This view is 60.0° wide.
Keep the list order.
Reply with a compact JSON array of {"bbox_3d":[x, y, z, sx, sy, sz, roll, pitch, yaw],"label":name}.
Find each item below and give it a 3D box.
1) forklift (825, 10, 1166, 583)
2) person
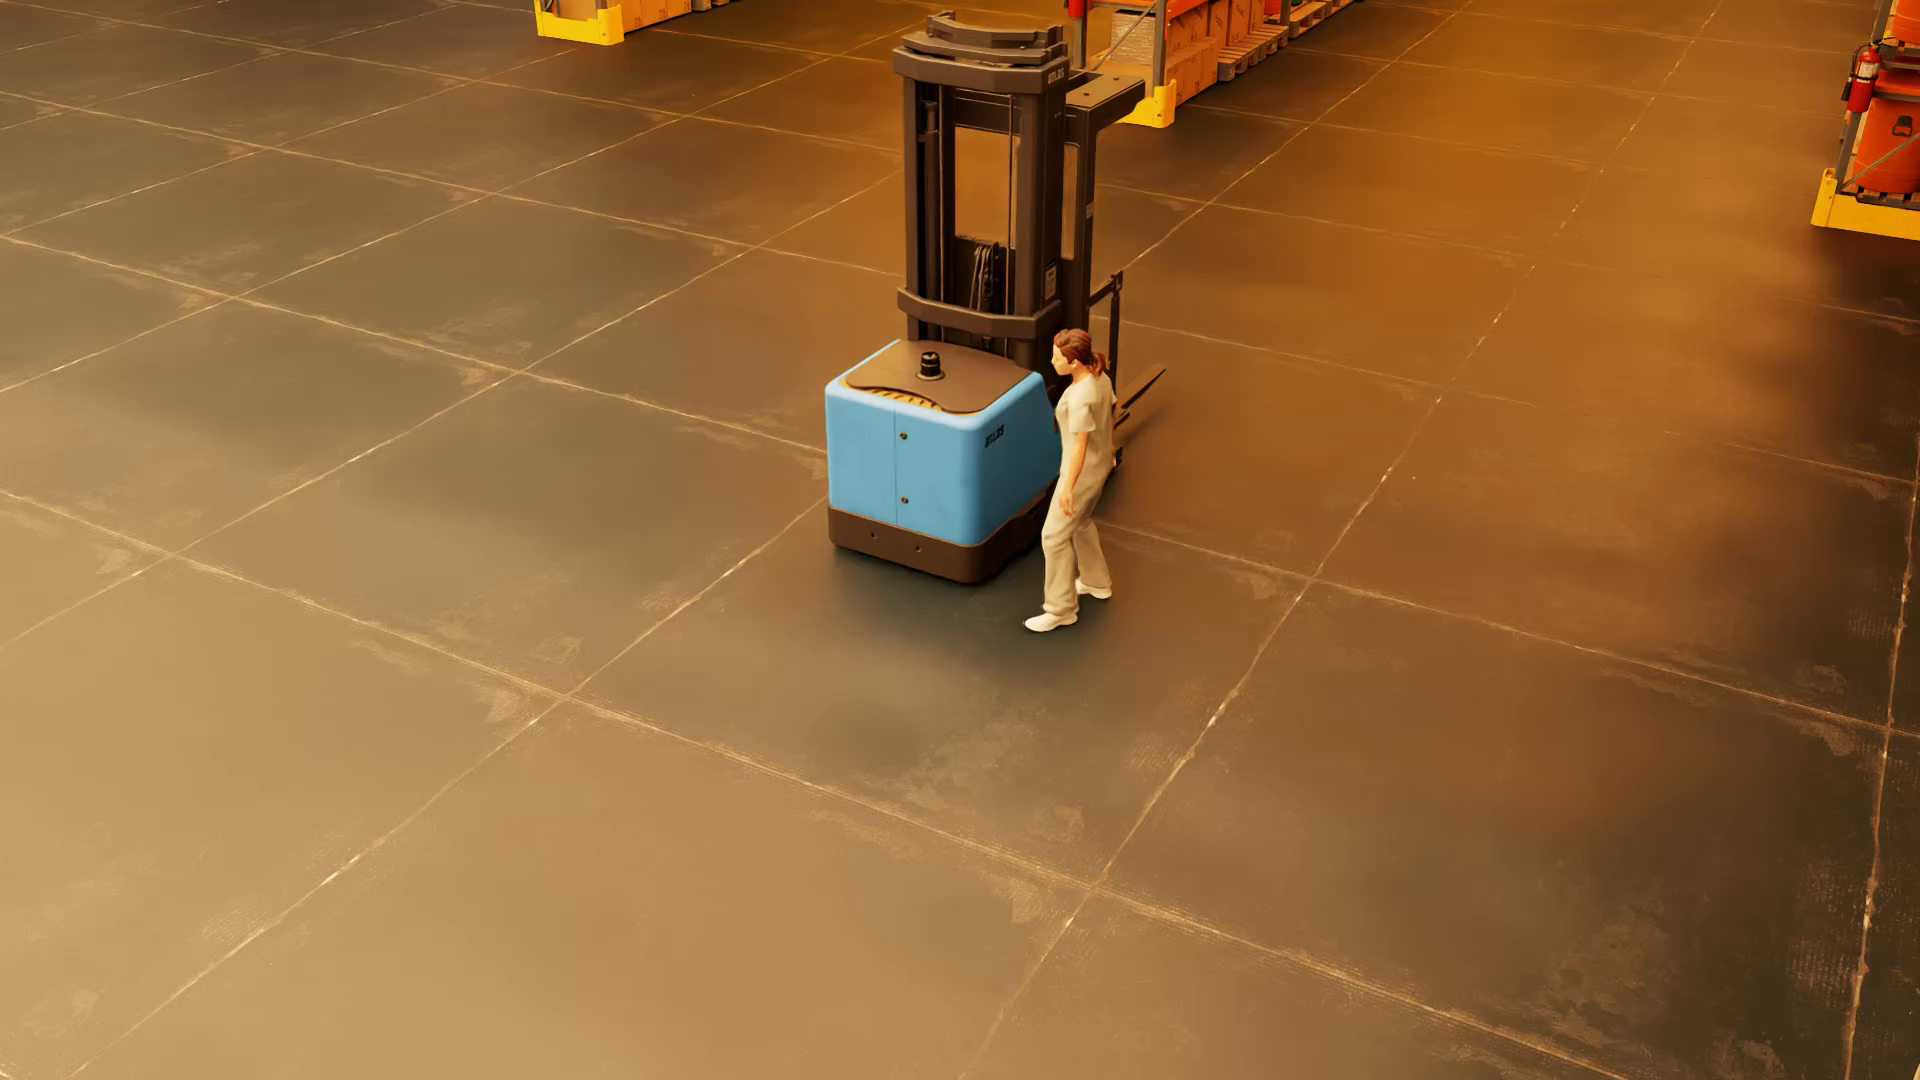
[{"bbox_3d":[0.395,-1.729,10.066,1.130,2.935,3.031,16,34,26],"label":"forklift"},{"bbox_3d":[0.646,-0.357,8.984,0.369,1.647,0.768,9,31,16],"label":"person"}]
